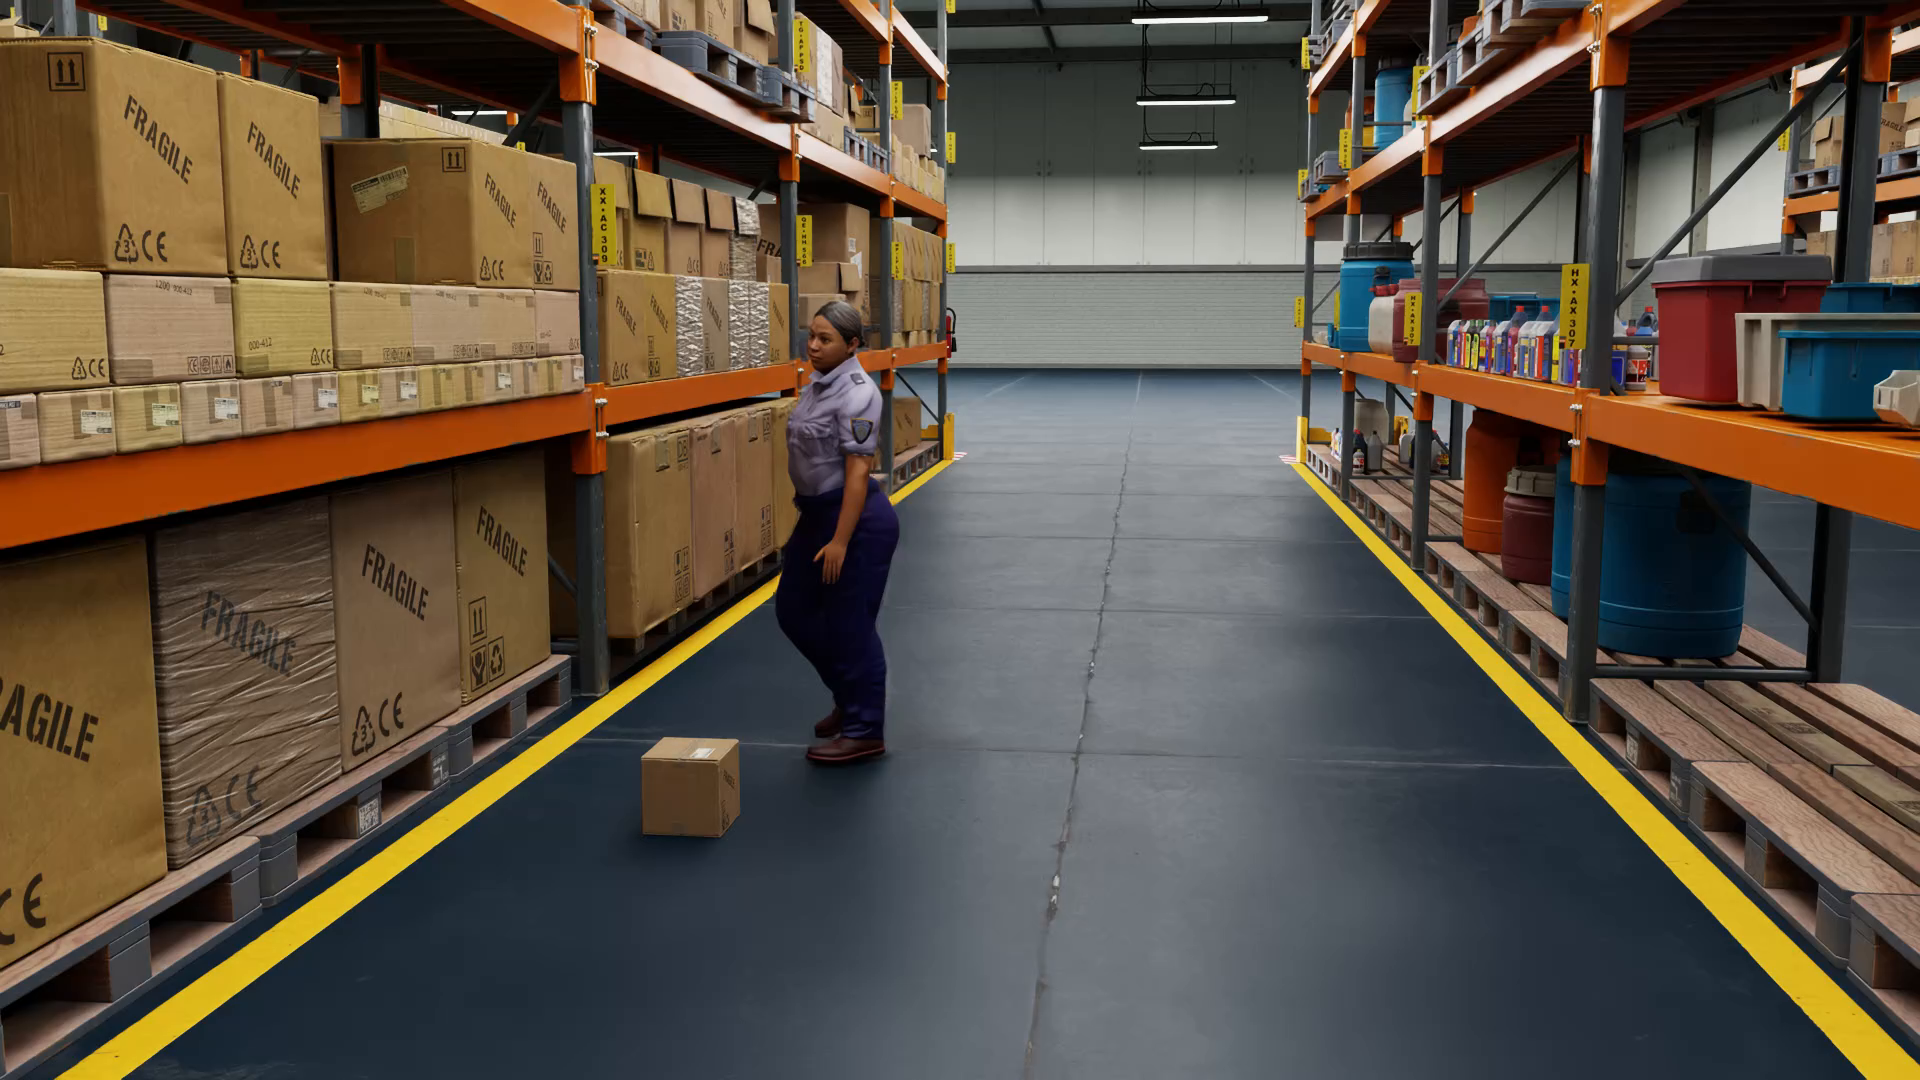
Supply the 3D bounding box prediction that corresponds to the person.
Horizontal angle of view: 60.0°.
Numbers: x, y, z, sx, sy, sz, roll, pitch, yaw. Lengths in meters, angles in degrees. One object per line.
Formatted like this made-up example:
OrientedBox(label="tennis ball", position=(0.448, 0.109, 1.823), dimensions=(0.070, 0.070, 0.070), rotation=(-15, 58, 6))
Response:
OrientedBox(label="person", position=(-0.422, -0.032, 5.988), dimensions=(0.404, 1.641, 0.572), rotation=(-3, 8, -23))
